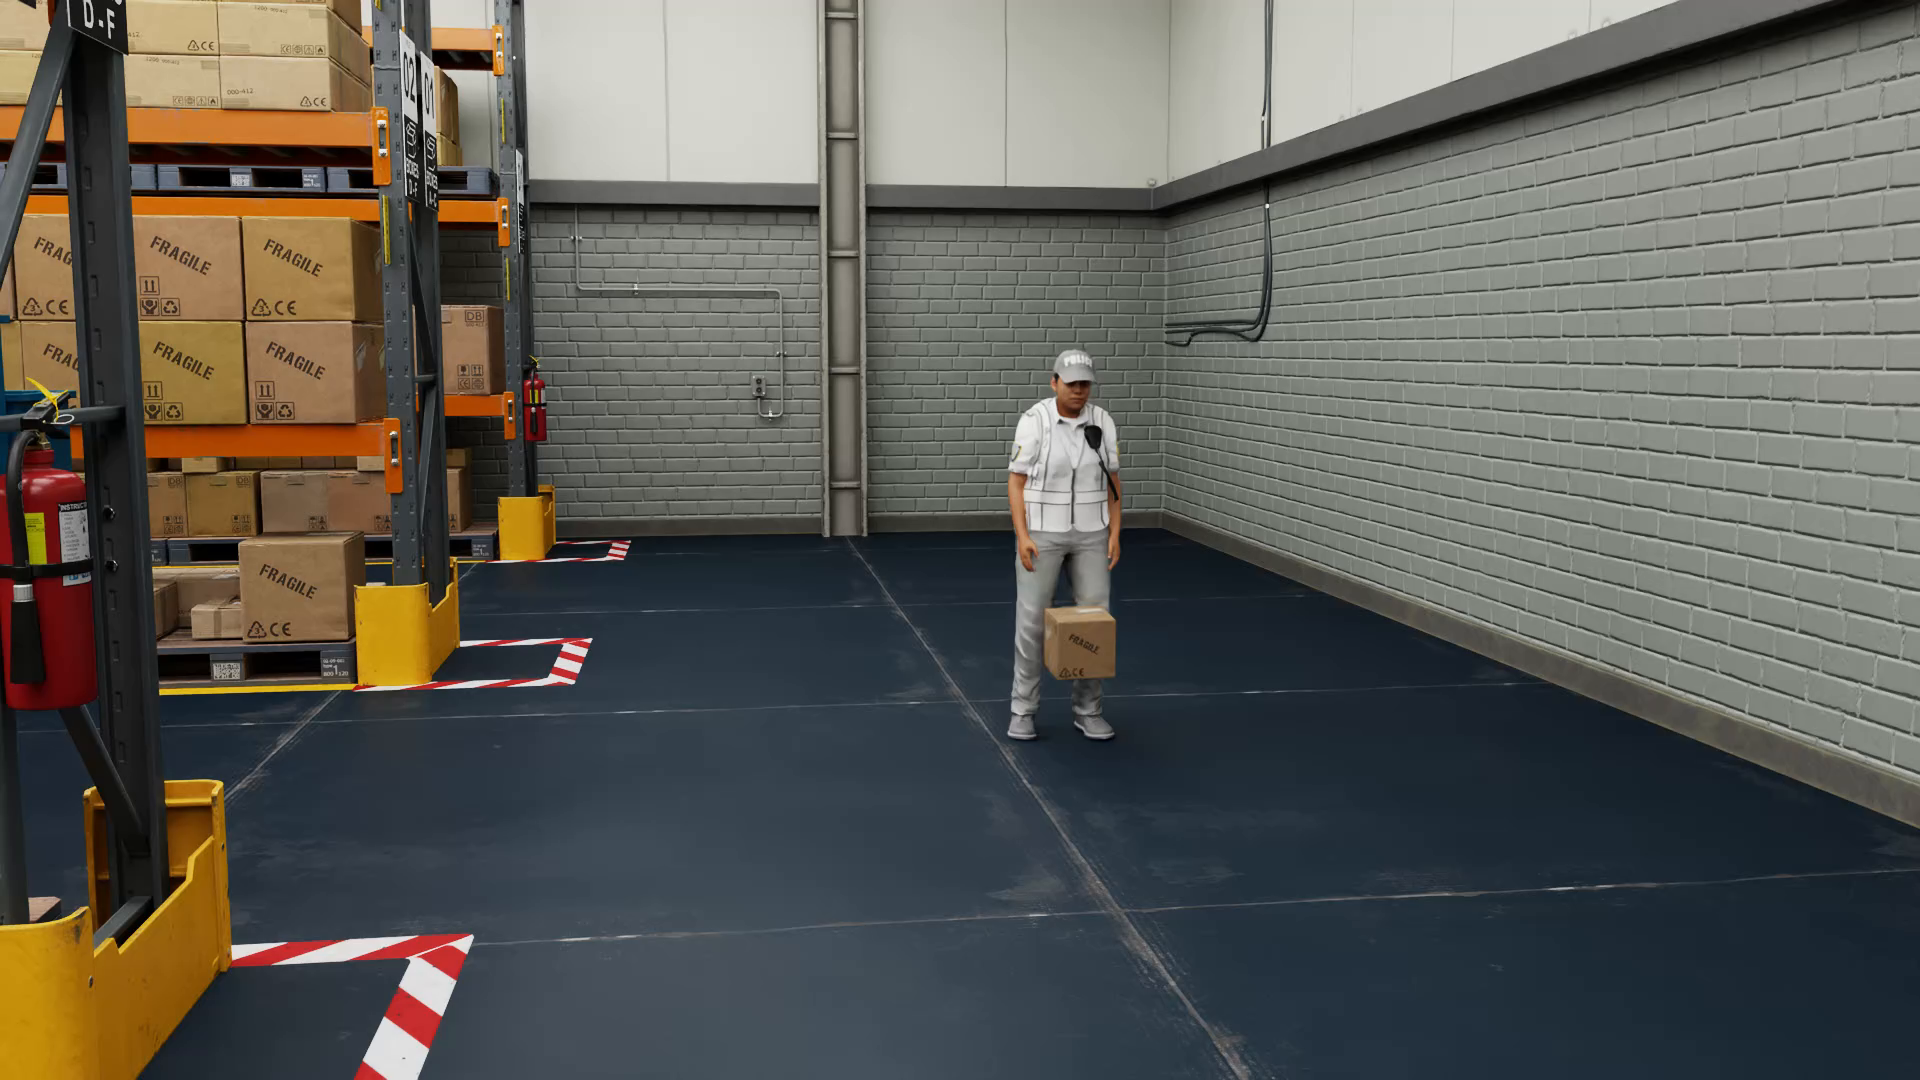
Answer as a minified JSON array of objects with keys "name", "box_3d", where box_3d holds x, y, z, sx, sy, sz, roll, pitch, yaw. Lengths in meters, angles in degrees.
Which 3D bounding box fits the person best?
[{"name":"person","box_3d":[0.452,0.011,7.206,0.528,1.669,0.452,-1,7,-10]}]
